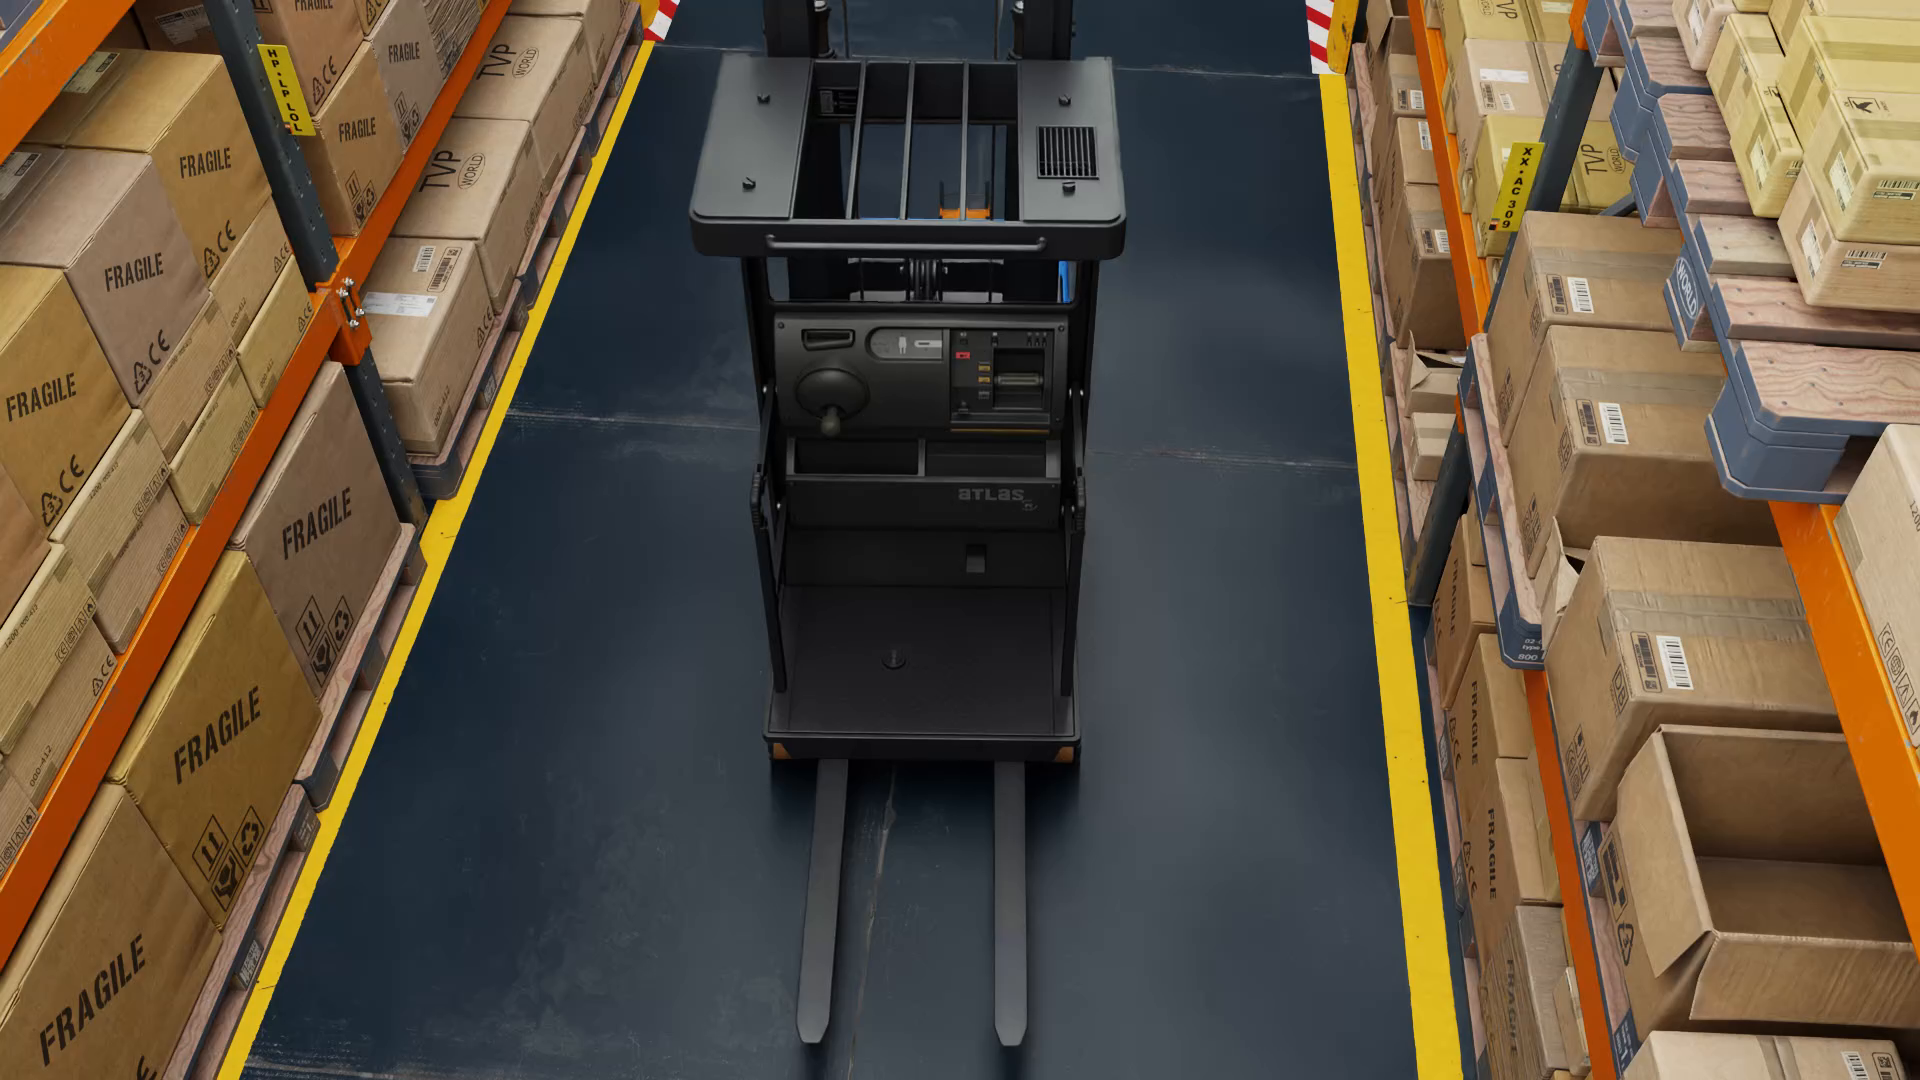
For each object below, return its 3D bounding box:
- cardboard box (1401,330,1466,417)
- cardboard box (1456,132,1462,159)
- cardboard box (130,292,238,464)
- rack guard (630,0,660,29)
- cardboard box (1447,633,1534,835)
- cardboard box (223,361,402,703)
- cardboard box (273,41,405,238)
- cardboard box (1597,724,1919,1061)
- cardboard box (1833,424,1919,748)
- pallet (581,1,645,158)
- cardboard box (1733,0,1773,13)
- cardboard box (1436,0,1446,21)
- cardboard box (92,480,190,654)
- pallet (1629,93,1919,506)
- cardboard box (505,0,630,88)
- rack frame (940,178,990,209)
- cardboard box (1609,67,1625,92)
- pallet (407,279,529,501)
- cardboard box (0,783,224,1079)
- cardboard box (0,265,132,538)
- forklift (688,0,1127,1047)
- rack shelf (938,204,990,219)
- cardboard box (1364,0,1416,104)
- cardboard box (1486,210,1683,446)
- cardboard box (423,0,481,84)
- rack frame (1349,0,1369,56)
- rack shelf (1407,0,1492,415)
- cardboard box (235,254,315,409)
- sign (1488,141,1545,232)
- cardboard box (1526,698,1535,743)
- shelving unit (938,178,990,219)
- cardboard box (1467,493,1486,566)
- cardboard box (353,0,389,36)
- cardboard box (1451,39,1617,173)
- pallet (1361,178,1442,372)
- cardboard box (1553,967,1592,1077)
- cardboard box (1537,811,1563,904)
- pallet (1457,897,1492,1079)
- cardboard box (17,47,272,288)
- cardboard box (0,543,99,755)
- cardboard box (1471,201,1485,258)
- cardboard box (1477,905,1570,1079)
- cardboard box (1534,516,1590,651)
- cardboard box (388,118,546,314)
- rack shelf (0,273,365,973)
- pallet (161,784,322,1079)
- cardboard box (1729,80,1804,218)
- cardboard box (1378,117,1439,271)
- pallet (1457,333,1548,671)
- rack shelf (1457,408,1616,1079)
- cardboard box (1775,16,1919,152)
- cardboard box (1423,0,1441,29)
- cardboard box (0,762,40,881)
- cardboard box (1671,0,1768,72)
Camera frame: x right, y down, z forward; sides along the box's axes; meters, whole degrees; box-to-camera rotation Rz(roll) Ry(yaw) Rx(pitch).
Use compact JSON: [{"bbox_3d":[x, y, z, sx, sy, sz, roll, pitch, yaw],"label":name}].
[{"bbox_3d":[2.048,-0.674,6.902,0.396,0.266,0.258,5,48,5],"label":"cardboard box"},{"bbox_3d":[2.087,-1.506,6.265,0.380,0.149,0.250,5,48,5],"label":"cardboard box"},{"bbox_3d":[-2.522,-0.504,4.941,0.500,0.250,0.500,5,48,4],"label":"cardboard box"},{"bbox_3d":[-2.319,-3.208,9.345,1.175,0.500,0.348,4,48,4],"label":"rack guard"},{"bbox_3d":[1.950,0.671,5.513,0.500,0.500,0.500,3,48,3],"label":"cardboard box"},{"bbox_3d":[-2.663,-0.058,5.925,0.875,0.875,0.875,5,48,5],"label":"cardboard box"},{"bbox_3d":[-2.383,-1.455,5.980,0.500,0.500,0.500,5,48,5],"label":"cardboard box"},{"bbox_3d":[1.857,0.788,3.642,0.797,0.503,0.637,3,48,3],"label":"cardboard box"},{"bbox_3d":[1.788,0.084,2.709,0.500,0.250,0.500,4,48,4],"label":"cardboard box"},{"bbox_3d":[-2.317,-2.500,8.893,1.003,0.211,1.213,4,48,4],"label":"pallet"},{"bbox_3d":[1.777,-1.201,3.399,0.380,0.149,0.250,3,48,3],"label":"cardboard box"},{"bbox_3d":[2.198,-2.317,6.736,0.500,0.250,0.500,3,48,3],"label":"cardboard box"},{"bbox_3d":[-2.589,0.047,4.776,0.500,0.250,0.500,3,48,2],"label":"cardboard box"},{"bbox_3d":[2.036,-0.475,3.246,1.213,0.211,1.003,4,48,4],"label":"pallet"},{"bbox_3d":[-2.282,-2.819,8.747,0.875,0.438,0.875,2,48,2],"label":"cardboard box"},{"bbox_3d":[0.019,-1.092,7.037,0.200,1.050,0.008,1,48,1],"label":"rack frame"},{"bbox_3d":[2.610,-1.528,6.015,0.500,0.250,0.500,3,48,3],"label":"cardboard box"},{"bbox_3d":[-2.539,-0.707,7.253,1.003,0.211,1.213,4,48,4],"label":"pallet"},{"bbox_3d":[-2.820,1.263,4.717,0.875,0.875,0.875,4,48,4],"label":"cardboard box"},{"bbox_3d":[-2.582,-0.368,4.309,0.500,0.500,0.500,5,48,5],"label":"cardboard box"},{"bbox_3d":[-0.124,-0.424,5.152,1.130,2.935,3.031,1,48,1],"label":"forklift"},{"bbox_3d":[0.017,-1.186,6.753,0.215,0.259,0.240,1,48,1],"label":"rack shelf"},{"bbox_3d":[2.472,-2.559,8.465,0.797,0.503,0.637,2,48,2],"label":"cardboard box"},{"bbox_3d":[1.990,-0.598,4.912,0.700,0.500,0.500,5,48,5],"label":"cardboard box"},{"bbox_3d":[-2.281,-2.190,6.652,0.500,0.500,0.500,4,48,4],"label":"cardboard box"},{"bbox_3d":[2.622,-3.703,8.104,1.000,3.000,0.127,4,48,4],"label":"rack frame"},{"bbox_3d":[2.439,-1.990,7.025,1.077,0.370,4.000,4,48,4],"label":"rack shelf"},{"bbox_3d":[-2.476,-0.697,5.456,0.500,0.250,0.500,3,48,3],"label":"cardboard box"},{"bbox_3d":[1.716,-1.086,5.124,0.100,0.325,0.005,4,48,4],"label":"sign"},{"bbox_3d":[1.988,0.566,5.169,0.380,0.149,0.250,3,48,3],"label":"cardboard box"},{"bbox_3d":[0.017,-1.002,6.955,0.215,1.050,0.252,1,48,1],"label":"shelving unit"},{"bbox_3d":[1.959,-0.034,5.719,0.380,0.149,0.250,6,48,5],"label":"cardboard box"},{"bbox_3d":[-2.349,-2.170,5.956,0.500,0.500,0.500,3,48,3],"label":"cardboard box"},{"bbox_3d":[2.092,-1.573,6.056,0.500,0.250,0.500,4,48,4],"label":"cardboard box"},{"bbox_3d":[2.429,-1.226,7.728,1.003,0.211,1.213,4,48,4],"label":"pallet"},{"bbox_3d":[1.834,1.307,4.492,0.380,0.149,0.250,2,48,2],"label":"cardboard box"},{"bbox_3d":[1.903,0.929,4.837,0.380,0.149,0.250,5,48,5],"label":"cardboard box"},{"bbox_3d":[2.112,1.677,5.073,1.003,0.211,1.213,4,48,4],"label":"pallet"},{"bbox_3d":[-2.477,-1.120,4.996,0.500,0.500,0.500,5,48,5],"label":"cardboard box"},{"bbox_3d":[-2.593,0.254,4.247,0.500,0.250,0.500,5,48,4],"label":"cardboard box"},{"bbox_3d":[2.037,-1.122,5.914,0.380,0.149,0.250,5,48,5],"label":"cardboard box"},{"bbox_3d":[1.847,1.418,4.830,0.500,0.500,0.500,2,48,2],"label":"cardboard box"},{"bbox_3d":[1.748,0.136,4.400,0.396,0.266,0.258,6,48,5],"label":"cardboard box"},{"bbox_3d":[-2.441,-1.483,7.526,0.875,0.438,0.875,3,48,2],"label":"cardboard box"},{"bbox_3d":[-2.868,0.618,4.639,1.077,0.370,4.000,4,48,4],"label":"rack shelf"},{"bbox_3d":[-2.790,1.318,5.402,1.003,0.211,1.213,4,48,4],"label":"pallet"},{"bbox_3d":[1.711,-0.737,3.176,0.380,0.149,0.250,5,48,4],"label":"cardboard box"},{"bbox_3d":[2.207,-1.550,7.544,0.500,0.500,0.500,5,48,4],"label":"cardboard box"},{"bbox_3d":[2.076,-0.118,4.956,1.003,0.211,1.213,4,48,4],"label":"pallet"},{"bbox_3d":[2.075,0.949,4.336,1.077,0.370,4.000,4,48,4],"label":"rack shelf"},{"bbox_3d":[1.744,-0.825,3.055,0.380,0.149,0.250,4,48,4],"label":"cardboard box"},{"bbox_3d":[2.148,-2.256,6.951,0.380,0.149,0.250,5,48,4],"label":"cardboard box"},{"bbox_3d":[-2.673,0.789,4.097,0.500,0.250,0.500,5,48,5],"label":"cardboard box"},{"bbox_3d":[1.742,-1.113,3.520,0.380,0.149,0.250,4,48,4],"label":"cardboard box"}]
